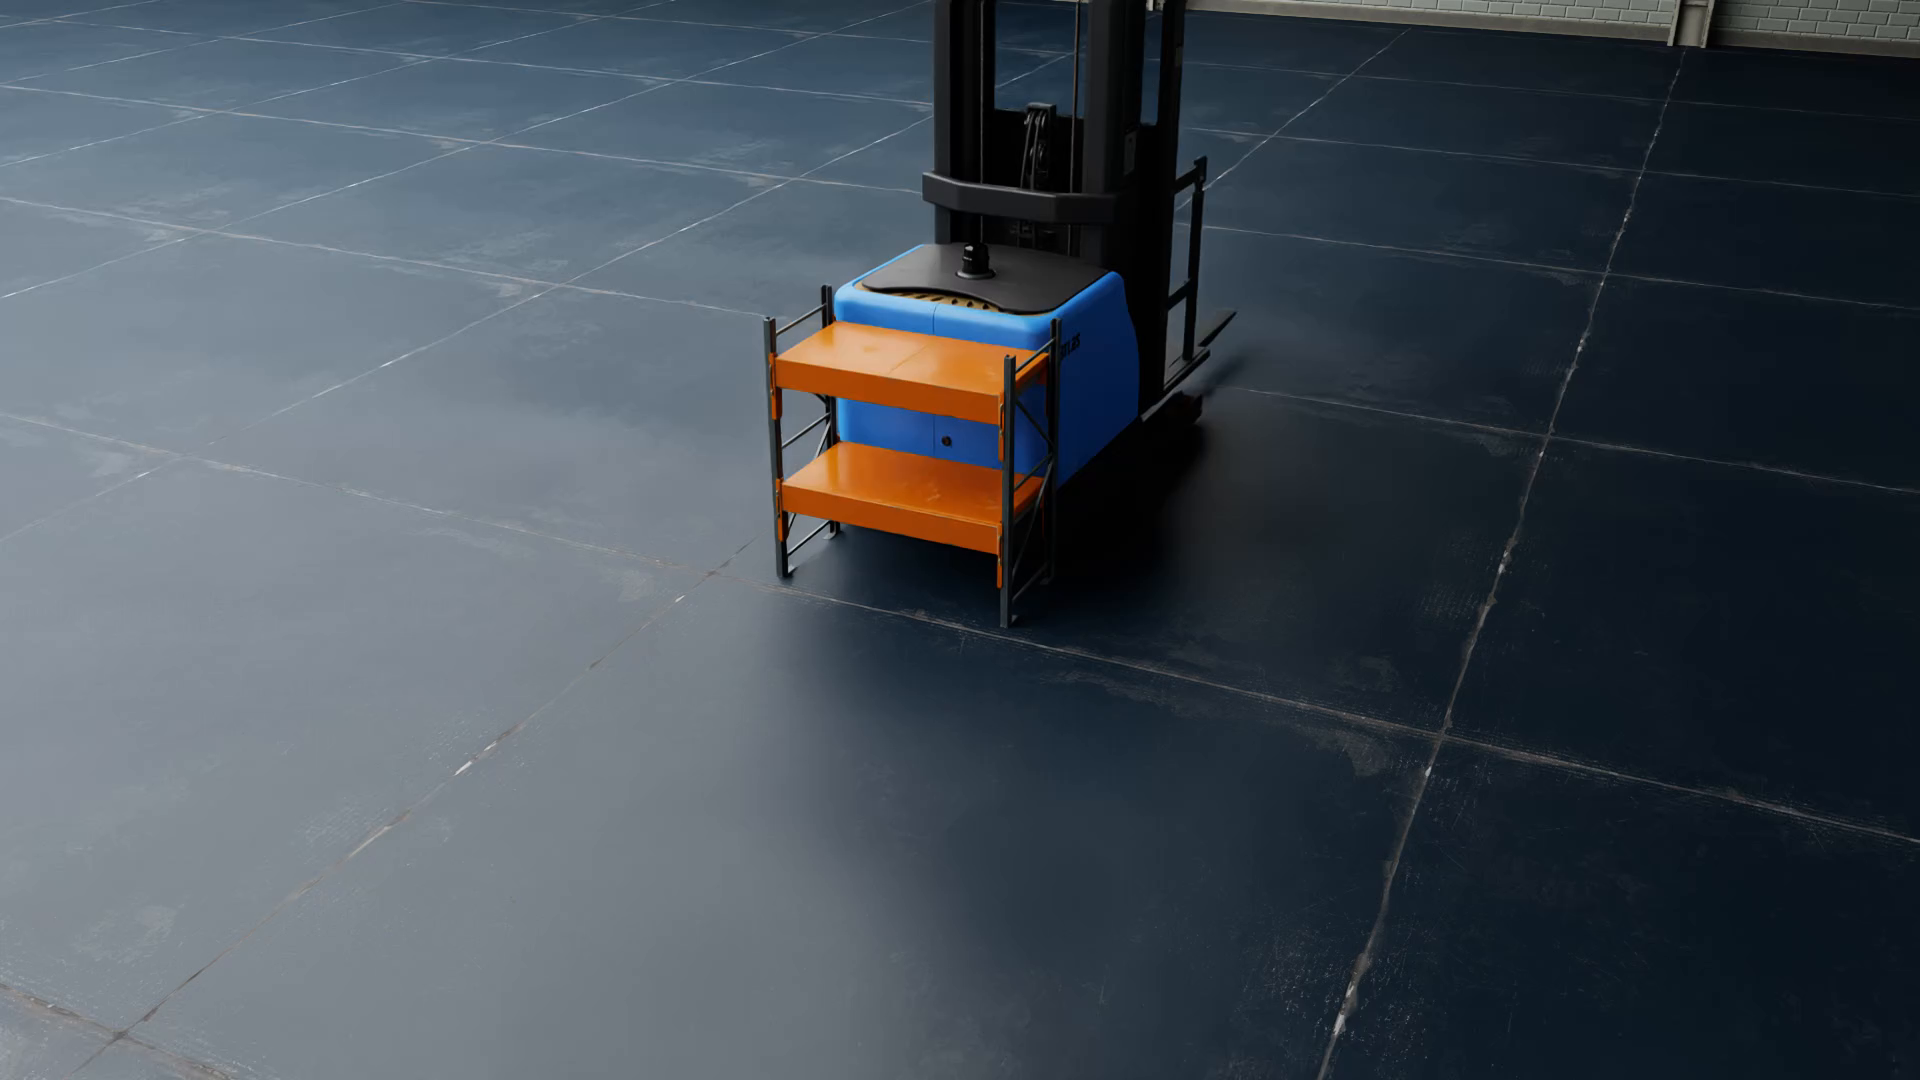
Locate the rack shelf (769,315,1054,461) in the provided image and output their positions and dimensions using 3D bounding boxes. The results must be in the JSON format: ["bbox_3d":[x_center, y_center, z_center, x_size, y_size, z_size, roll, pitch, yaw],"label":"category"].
[{"bbox_3d":[-0.184,-0.614,6.561,1.000,0.278,0.538,12,28,22],"label":"rack shelf"}]

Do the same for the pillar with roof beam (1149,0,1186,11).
[{"bbox_3d":[0.789,-8.875,15.088,0.400,9.000,9.100,11,28,22],"label":"pillar with roof beam"}]

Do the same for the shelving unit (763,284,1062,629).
[{"bbox_3d":[-0.184,-0.351,6.690,1.048,1.125,0.538,12,28,22],"label":"shelving unit"}]

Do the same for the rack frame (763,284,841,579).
[{"bbox_3d":[-0.645,-0.446,6.882,0.032,1.125,0.500,12,28,22],"label":"rack frame"}]

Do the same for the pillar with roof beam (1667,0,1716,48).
[{"bbox_3d":[6.251,-7.778,12.860,0.400,9.000,9.100,11,28,22],"label":"pillar with roof beam"}]

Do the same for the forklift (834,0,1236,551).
[{"bbox_3d":[0.572,-1.887,7.763,1.130,2.935,3.031,13,29,24],"label":"forklift"}]

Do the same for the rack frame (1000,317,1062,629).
[{"bbox_3d":[0.277,-0.257,6.499,0.032,1.125,0.500,12,28,22],"label":"rack frame"}]

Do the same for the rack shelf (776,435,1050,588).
[{"bbox_3d":[-0.184,-0.132,6.798,1.000,0.278,0.538,12,28,22],"label":"rack shelf"}]
